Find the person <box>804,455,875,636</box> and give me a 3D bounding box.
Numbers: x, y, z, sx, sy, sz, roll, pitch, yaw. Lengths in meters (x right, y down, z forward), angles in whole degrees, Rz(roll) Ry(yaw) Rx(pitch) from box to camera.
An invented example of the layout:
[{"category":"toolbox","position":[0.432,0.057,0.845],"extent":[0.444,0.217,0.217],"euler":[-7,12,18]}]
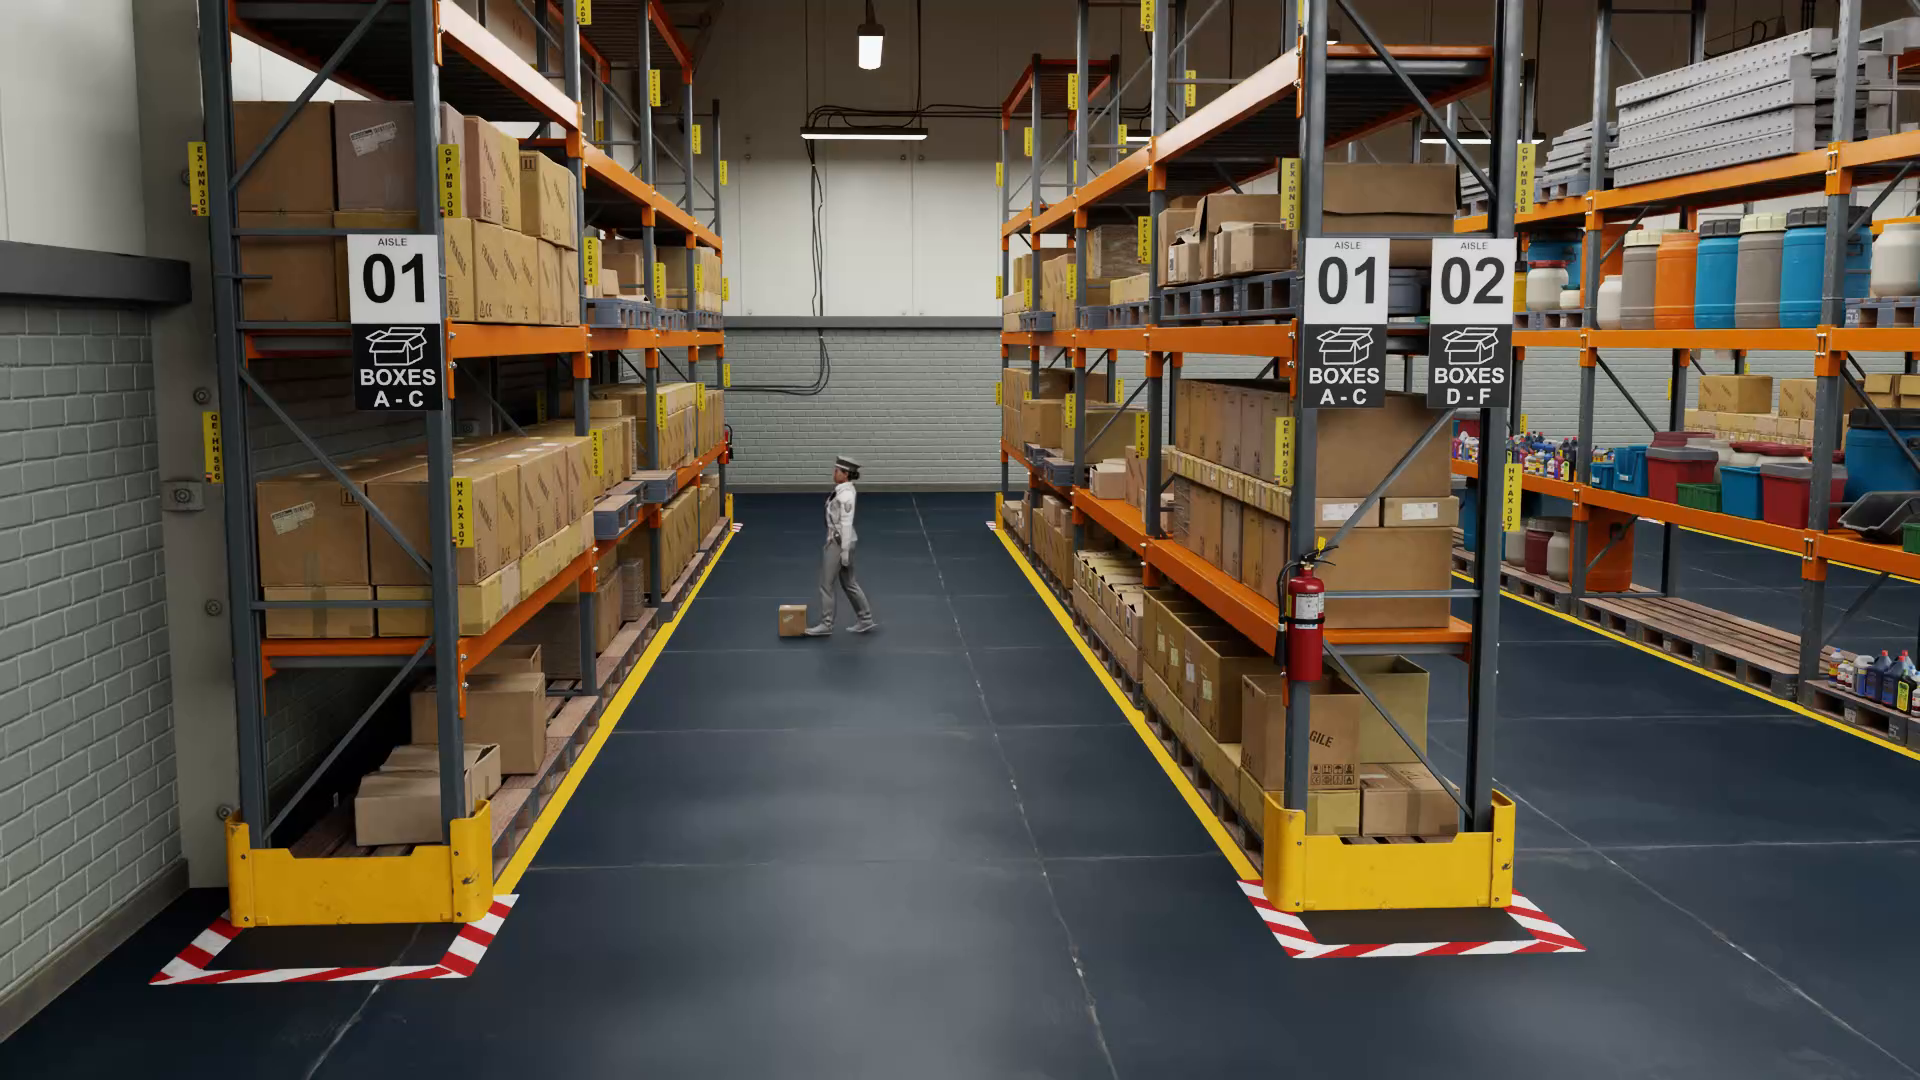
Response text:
[{"category":"person","position":[-1.122,0.052,15.363],"extent":[0.658,1.686,0.487],"euler":[0,7,-3]}]
